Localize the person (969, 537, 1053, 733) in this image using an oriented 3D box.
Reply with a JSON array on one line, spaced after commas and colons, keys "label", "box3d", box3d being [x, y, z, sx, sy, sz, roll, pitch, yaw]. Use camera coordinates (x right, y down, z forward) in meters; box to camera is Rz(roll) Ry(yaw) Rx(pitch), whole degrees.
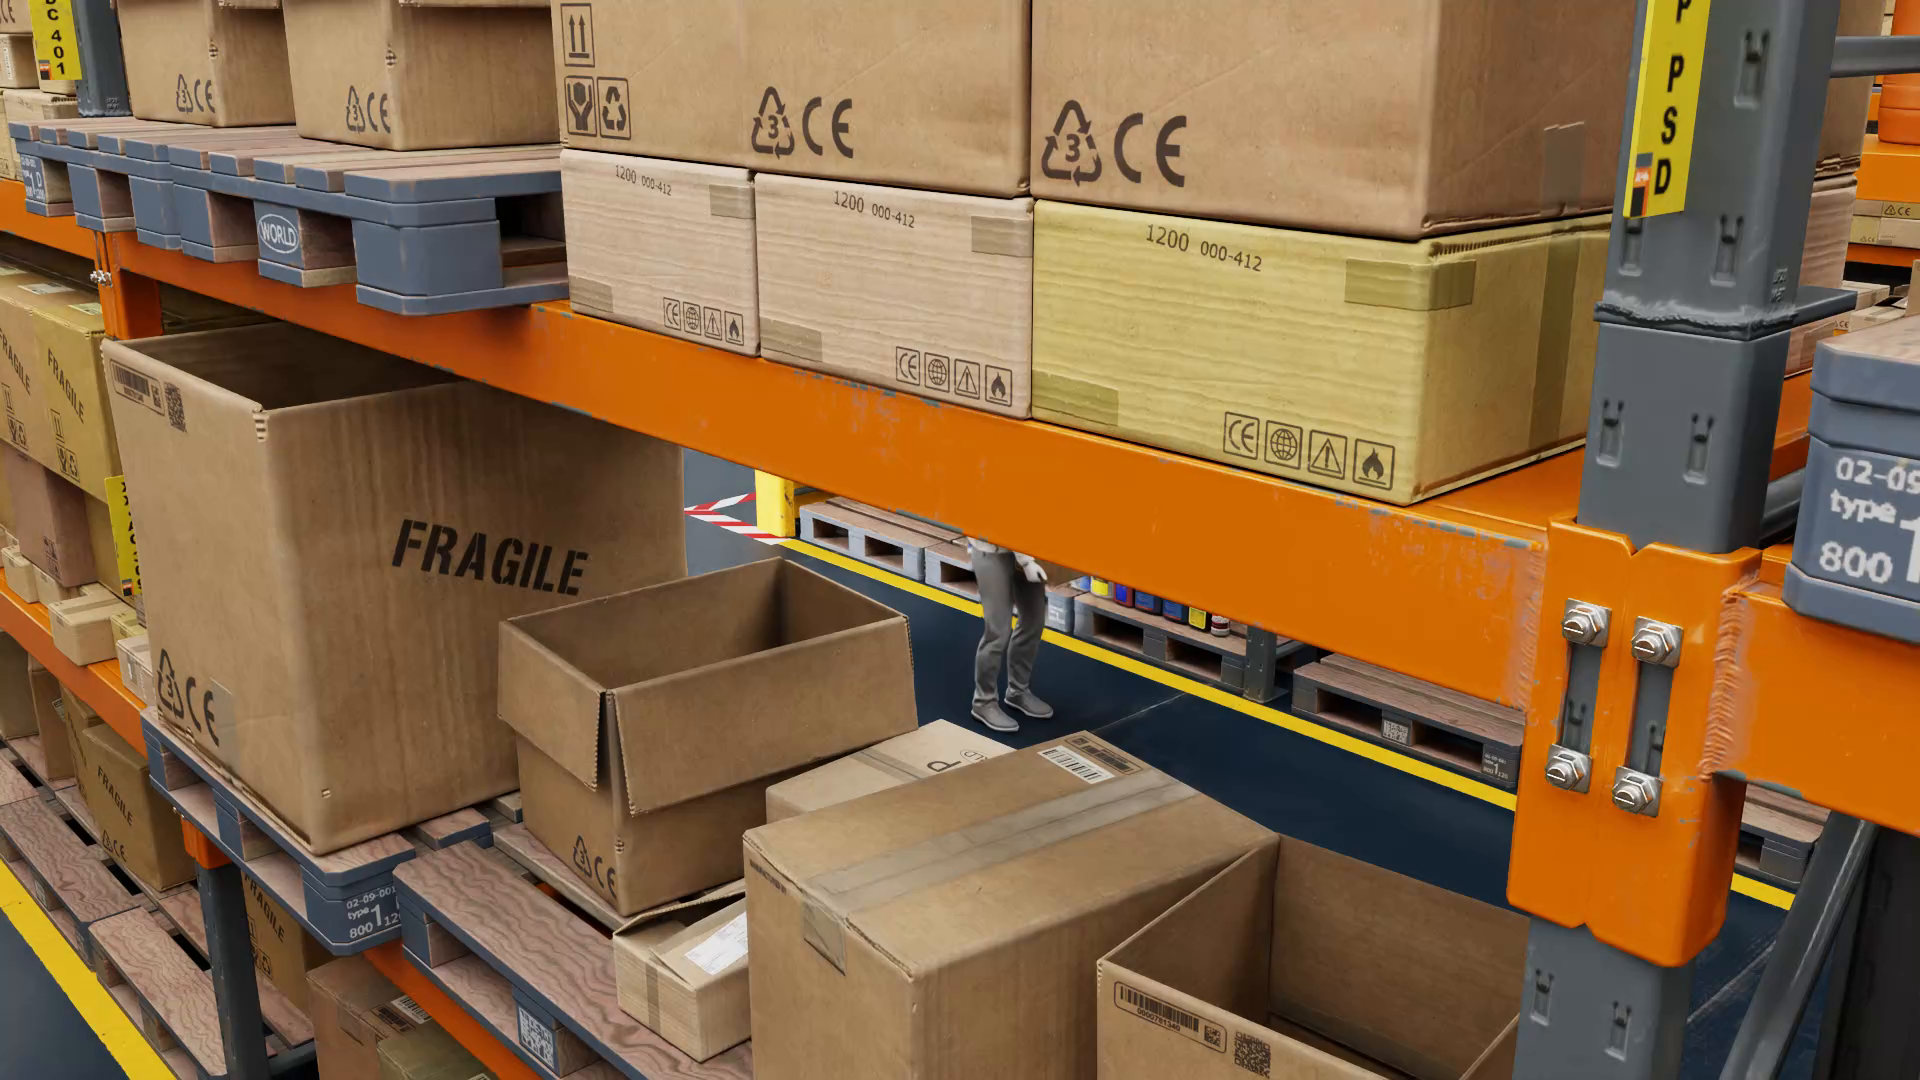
[{"label": "person", "box3d": [0.310, 0.079, 7.794, 0.416, 1.674, 0.535, -16, 24, -42]}]
